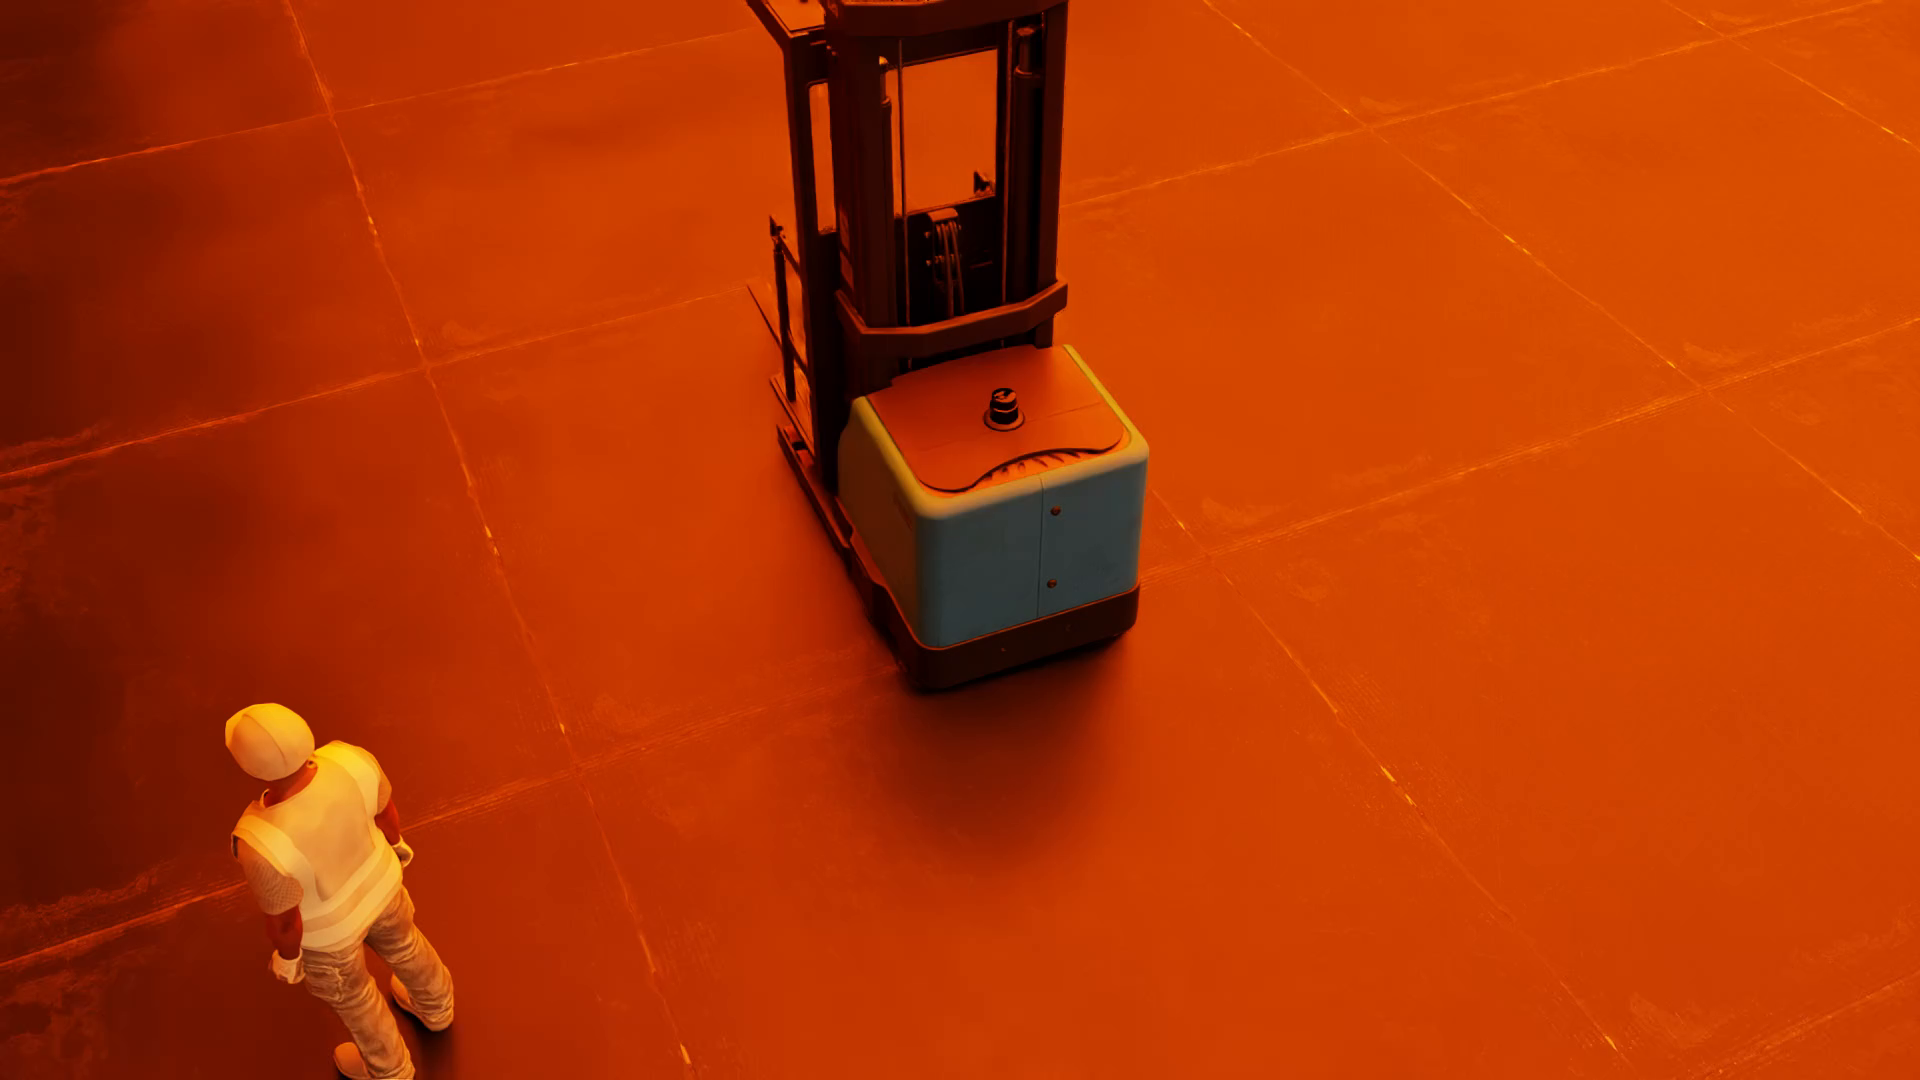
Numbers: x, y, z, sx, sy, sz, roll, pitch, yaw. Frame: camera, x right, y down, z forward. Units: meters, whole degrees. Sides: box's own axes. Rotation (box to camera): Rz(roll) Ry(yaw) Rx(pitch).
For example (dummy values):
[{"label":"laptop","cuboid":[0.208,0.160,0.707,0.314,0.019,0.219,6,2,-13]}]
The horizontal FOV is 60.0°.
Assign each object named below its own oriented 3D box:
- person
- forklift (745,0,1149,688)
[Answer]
[{"label":"person","cuboid":[-1.991,1.137,5.301,0.372,1.789,0.569,19,46,20]},{"label":"forklift","cuboid":[-0.256,-1.457,7.242,1.130,2.935,3.031,-16,45,-16]}]
